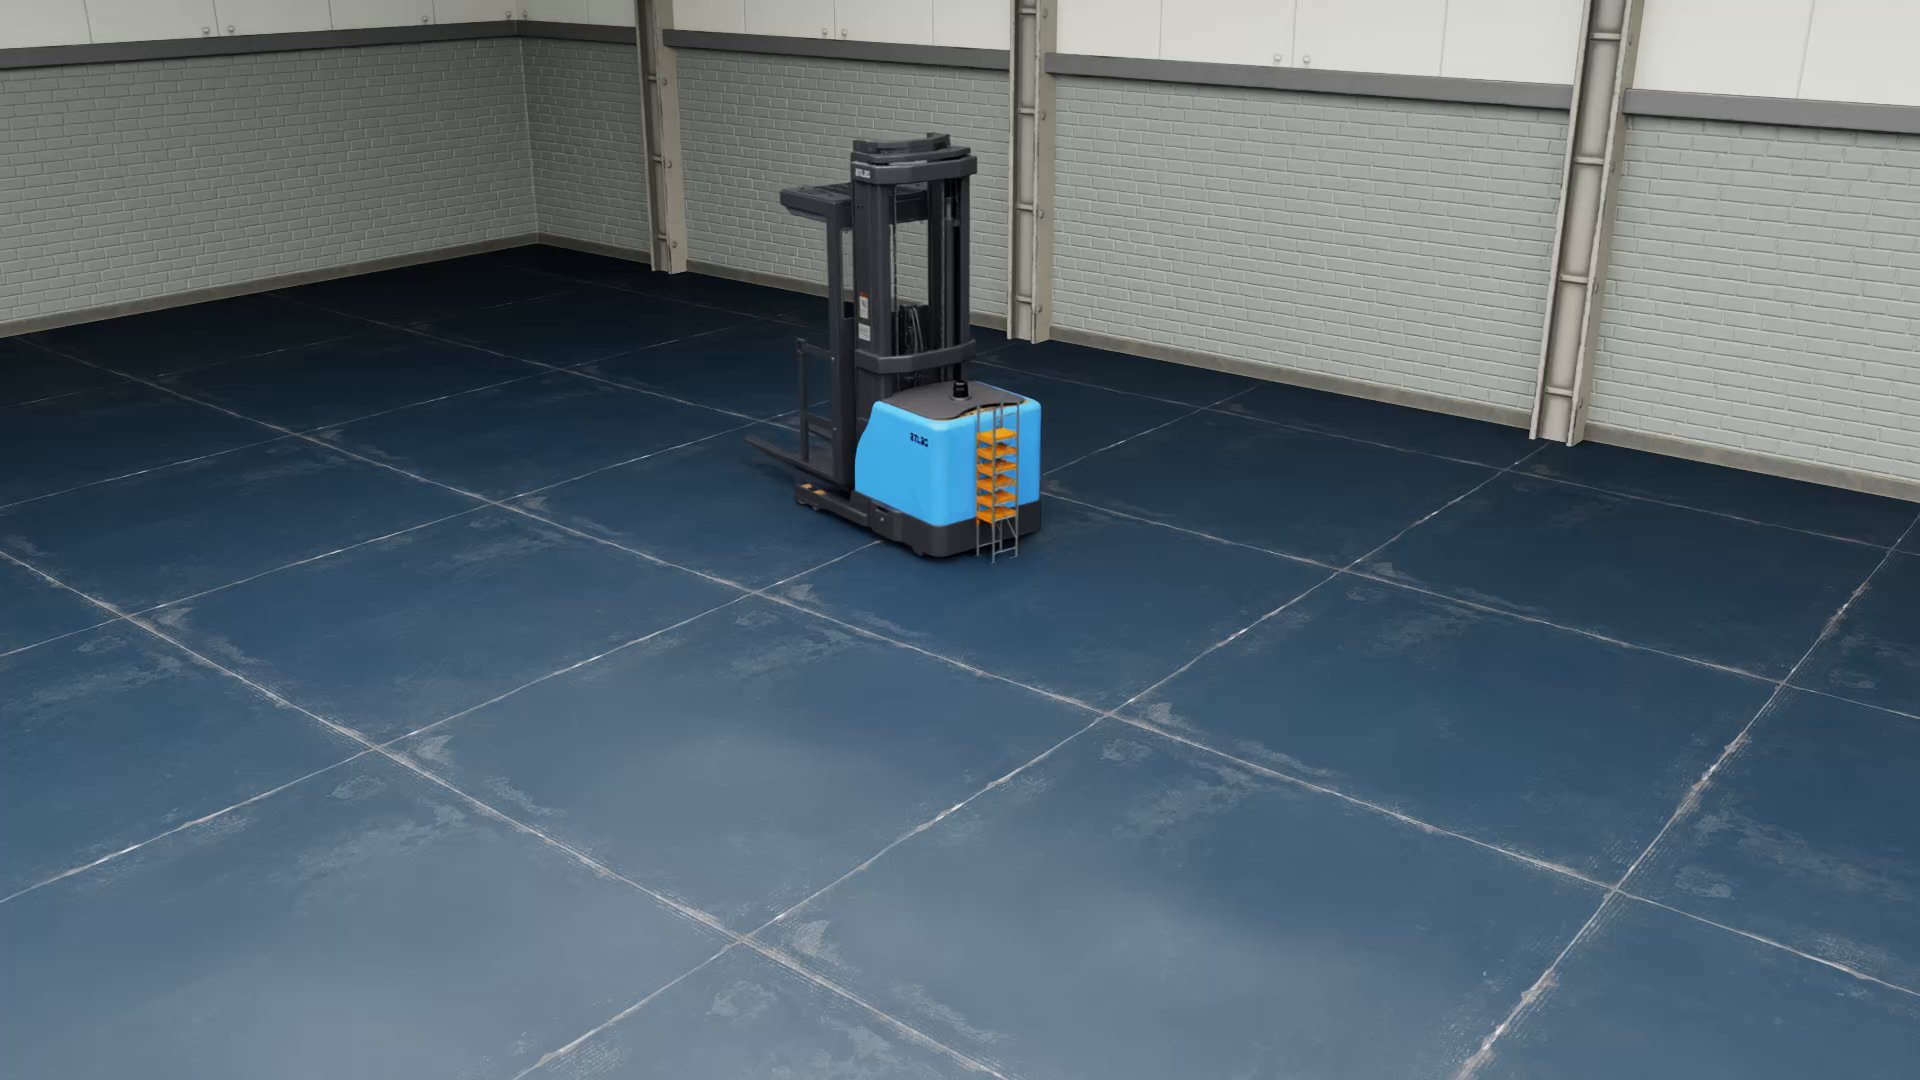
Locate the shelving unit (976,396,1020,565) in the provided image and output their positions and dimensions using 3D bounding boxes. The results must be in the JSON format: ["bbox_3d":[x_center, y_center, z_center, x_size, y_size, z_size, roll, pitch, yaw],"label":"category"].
[{"bbox_3d":[0.275,-0.432,12.114,0.258,1.200,0.189,-15,26,-35],"label":"shelving unit"}]

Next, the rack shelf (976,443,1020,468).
[{"bbox_3d":[0.275,-0.615,12.045,0.258,0.103,0.180,-15,26,-35],"label":"rack shelf"}]

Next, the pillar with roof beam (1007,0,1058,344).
[{"bbox_3d":[-1.949,-5.295,13.956,0.400,9.000,9.100,16,26,36],"label":"pillar with roof beam"}]

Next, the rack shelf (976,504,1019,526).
[{"bbox_3d":[0.275,-0.166,12.215,0.258,0.103,0.180,-15,26,-35],"label":"rack shelf"}]

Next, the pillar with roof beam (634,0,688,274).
[{"bbox_3d":[-6.597,-6.634,17.506,0.400,9.000,9.100,16,26,36],"label":"pillar with roof beam"}]

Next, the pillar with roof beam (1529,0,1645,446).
[{"bbox_3d":[2.700,-3.956,10.406,0.400,9.000,9.100,16,26,36],"label":"pillar with roof beam"}]

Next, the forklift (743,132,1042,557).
[{"bbox_3d":[-0.684,-1.700,13.023,1.130,2.935,3.031,-15,26,-35],"label":"forklift"}]

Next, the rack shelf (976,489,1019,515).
[{"bbox_3d":[0.275,-0.279,12.172,0.258,0.103,0.180,-15,26,-35],"label":"rack shelf"}]

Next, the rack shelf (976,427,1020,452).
[{"bbox_3d":[0.275,-0.728,12.003,0.258,0.103,0.180,-15,26,-35],"label":"rack shelf"}]

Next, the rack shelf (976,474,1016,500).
[{"bbox_3d":[0.275,-0.391,12.130,0.258,0.103,0.180,-15,26,-35],"label":"rack shelf"}]

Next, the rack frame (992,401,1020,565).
[{"bbox_3d":[0.331,-0.407,12.047,0.240,1.200,0.006,-15,26,-35],"label":"rack frame"}]

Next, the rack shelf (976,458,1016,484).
[{"bbox_3d":[0.275,-0.503,12.088,0.258,0.103,0.180,-15,26,-35],"label":"rack shelf"}]

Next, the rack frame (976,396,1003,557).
[{"bbox_3d":[0.218,-0.458,12.182,0.240,1.200,0.006,-15,26,-35],"label":"rack frame"}]
